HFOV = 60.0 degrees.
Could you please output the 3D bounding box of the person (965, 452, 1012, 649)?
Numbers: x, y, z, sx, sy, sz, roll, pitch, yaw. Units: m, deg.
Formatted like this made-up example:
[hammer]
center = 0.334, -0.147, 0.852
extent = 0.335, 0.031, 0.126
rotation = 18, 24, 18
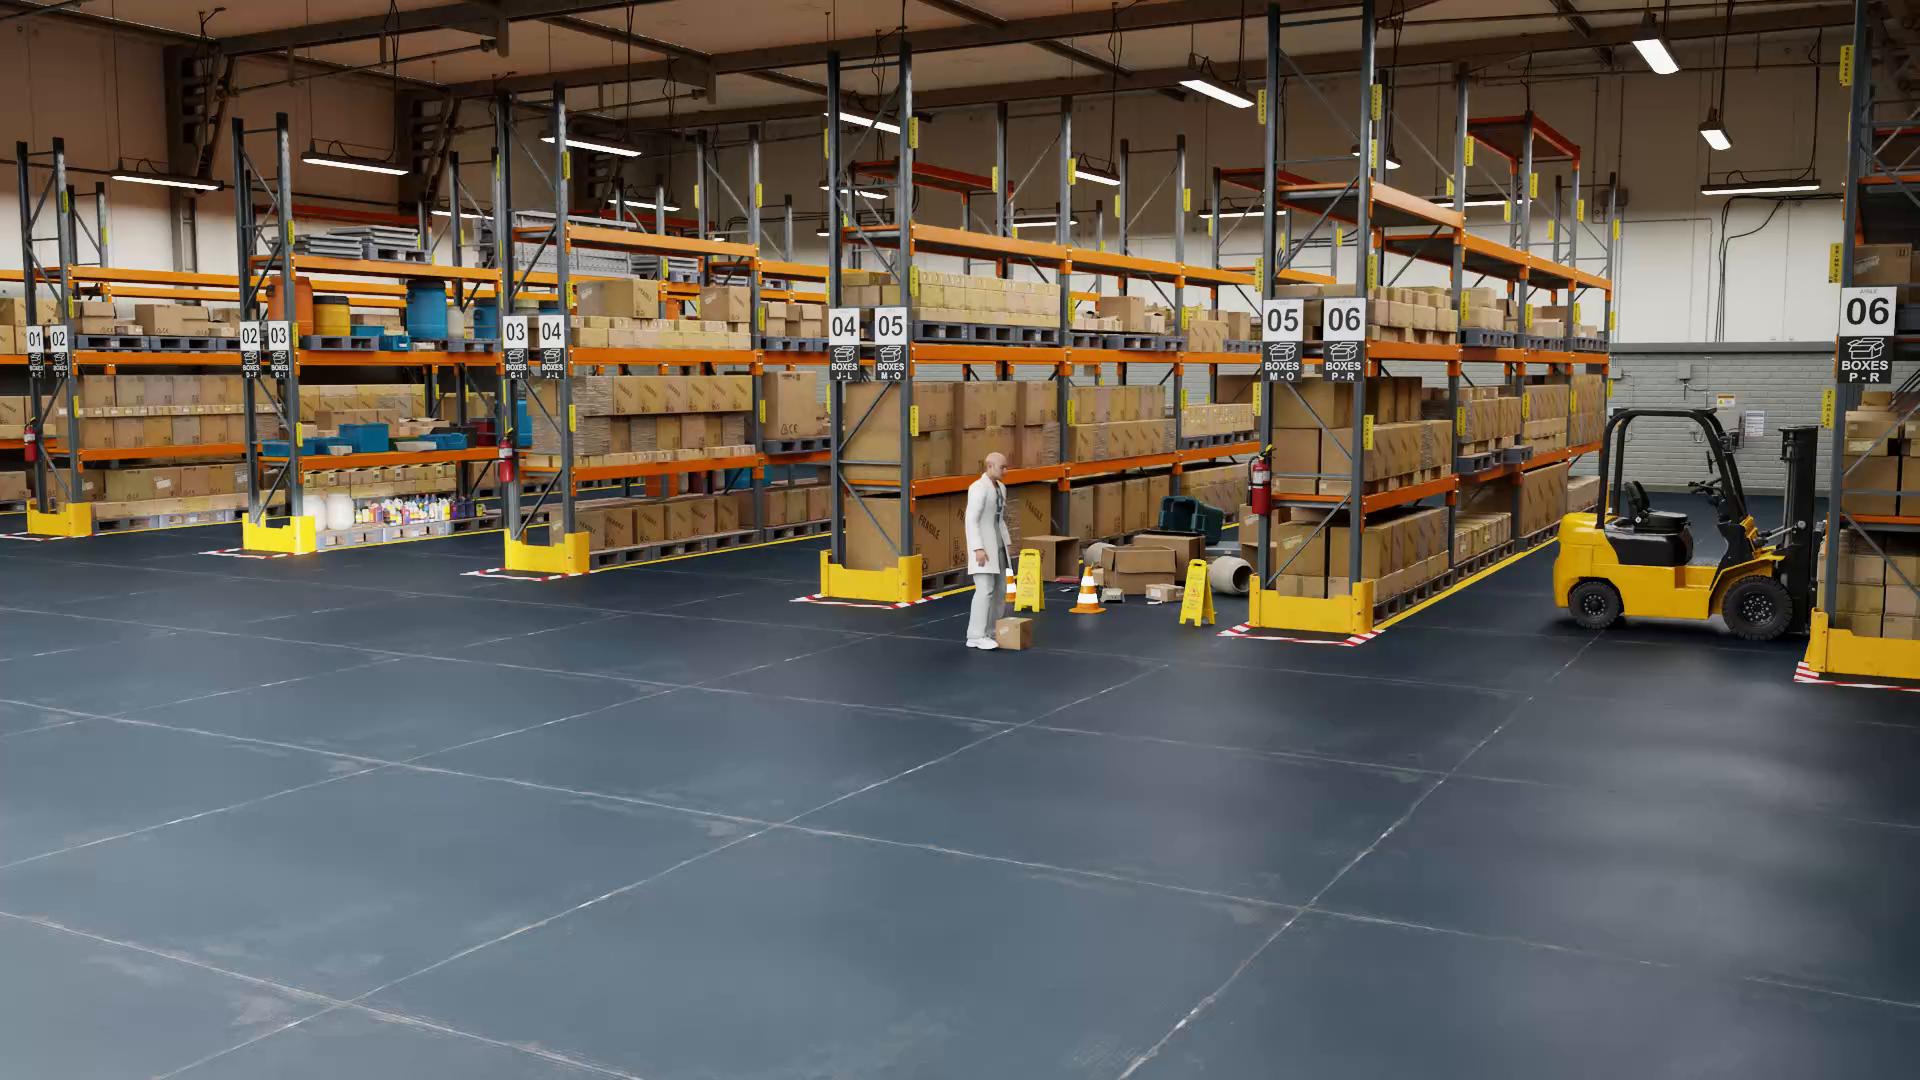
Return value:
[person]
center = 0.275, 0.084, 15.240
extent = 0.424, 1.774, 0.644
rotation = 3, 7, 29
